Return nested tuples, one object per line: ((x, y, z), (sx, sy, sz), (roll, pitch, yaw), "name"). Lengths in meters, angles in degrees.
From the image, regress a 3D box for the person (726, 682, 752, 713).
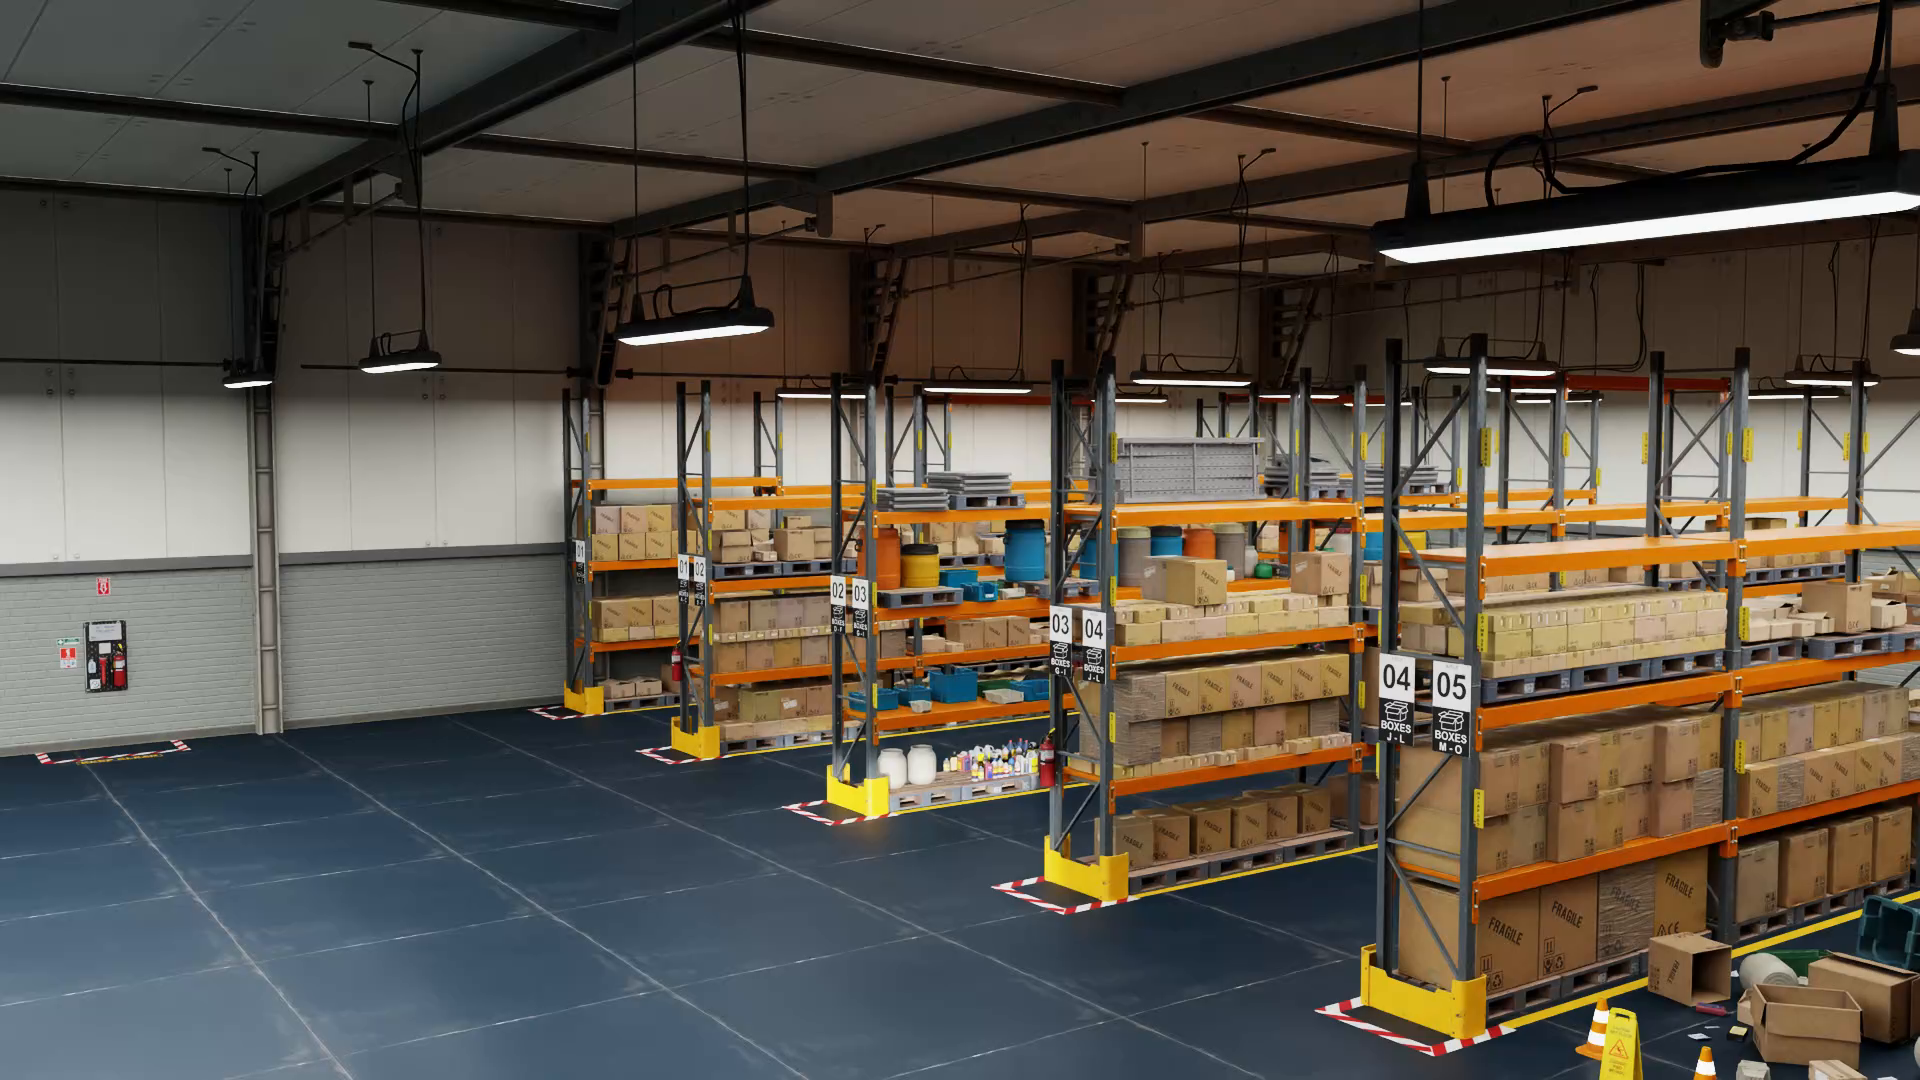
((-3.856, 2.411, 29.033), (0.726, 1.787, 0.606), (-1, 4, -11), "person")
